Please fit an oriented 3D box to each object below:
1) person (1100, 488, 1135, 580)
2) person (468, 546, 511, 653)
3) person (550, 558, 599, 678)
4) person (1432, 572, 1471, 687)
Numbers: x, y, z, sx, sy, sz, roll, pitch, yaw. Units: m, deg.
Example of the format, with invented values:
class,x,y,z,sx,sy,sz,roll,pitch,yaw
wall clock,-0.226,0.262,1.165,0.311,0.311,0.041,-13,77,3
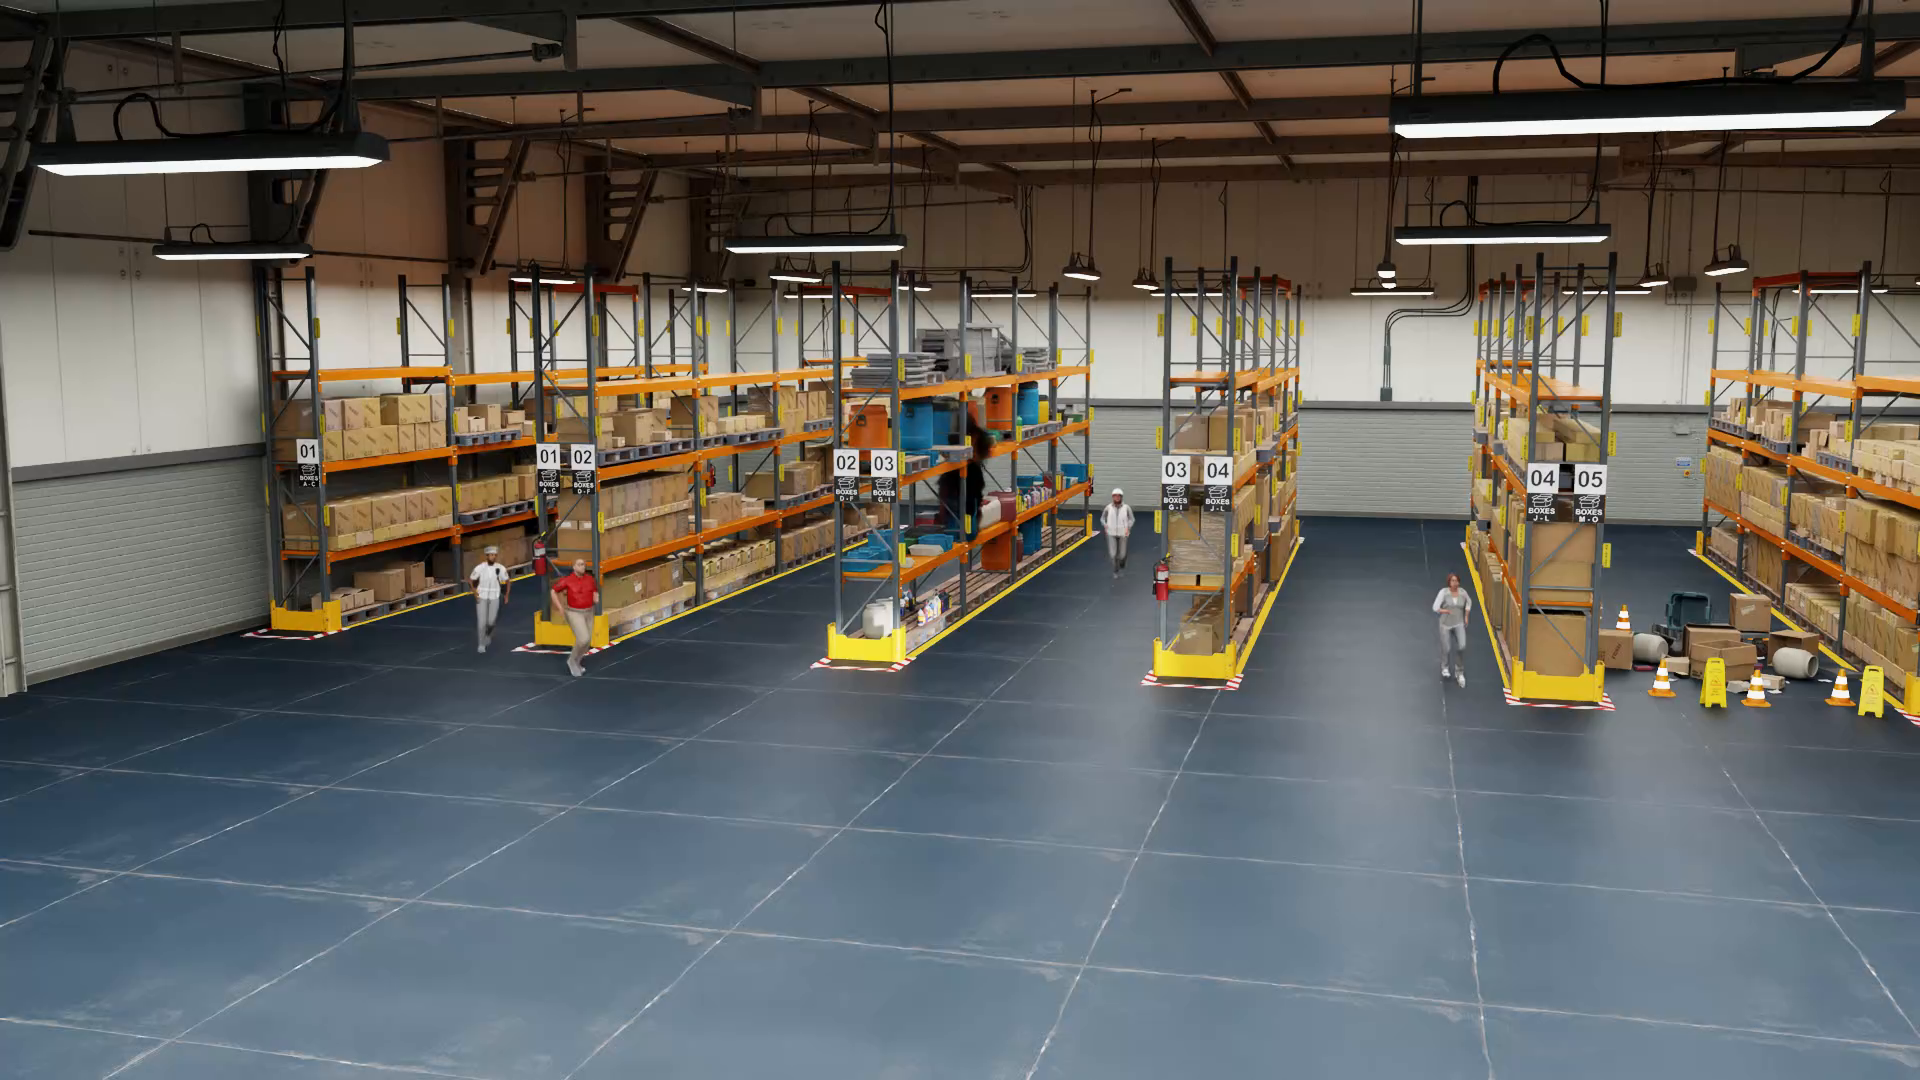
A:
class,x,y,z,sx,sy,sz,roll,pitch,yaw
person,2.957,-0.097,31.321,0.657,1.740,0.564,1,7,7
person,-7.316,0.919,25.895,0.646,1.653,0.501,-2,8,-18
person,-5.460,1.125,23.980,0.694,1.739,0.642,6,9,39
person,6.957,1.246,23.525,0.564,1.607,0.742,1,7,8
